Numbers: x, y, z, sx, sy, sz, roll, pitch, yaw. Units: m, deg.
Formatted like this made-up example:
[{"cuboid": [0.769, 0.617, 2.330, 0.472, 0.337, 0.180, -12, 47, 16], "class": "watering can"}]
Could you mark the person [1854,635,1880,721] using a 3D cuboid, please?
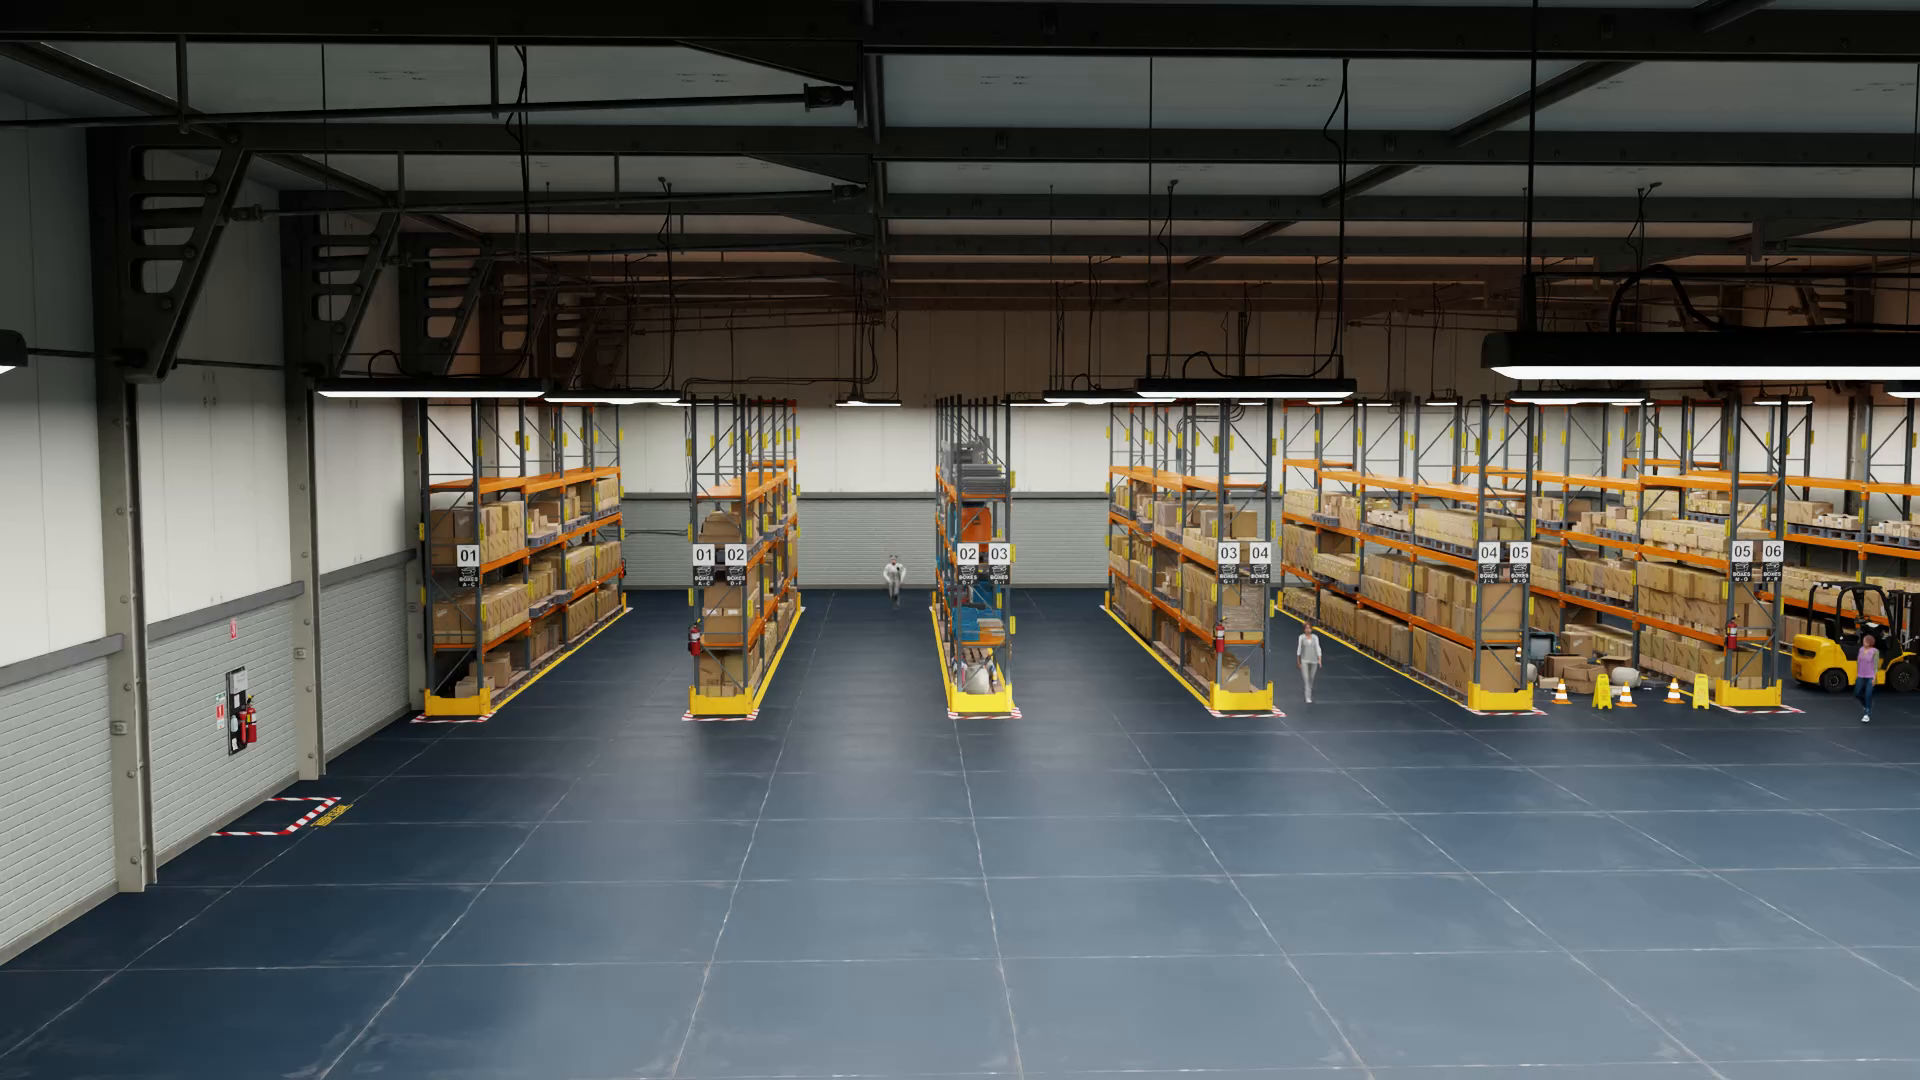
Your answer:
[{"cuboid": [16.659, 2.521, 30.483, 0.530, 1.571, 0.407, -4, 6, -40], "class": "person"}]

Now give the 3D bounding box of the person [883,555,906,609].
[{"cuboid": [-1.857, 1.198, 47.423, 0.627, 1.600, 0.699, 1, 5, 7], "class": "person"}]

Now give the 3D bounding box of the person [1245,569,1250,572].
[{"cuboid": [8.573, 1.002, 49.699, 0.527, 1.586, 1.027, 1, 5, 16], "class": "person"}]

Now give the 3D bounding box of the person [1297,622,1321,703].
[{"cuboid": [6.813, 2.382, 32.353, 0.435, 1.549, 0.919, 0, 4, 1], "class": "person"}]
